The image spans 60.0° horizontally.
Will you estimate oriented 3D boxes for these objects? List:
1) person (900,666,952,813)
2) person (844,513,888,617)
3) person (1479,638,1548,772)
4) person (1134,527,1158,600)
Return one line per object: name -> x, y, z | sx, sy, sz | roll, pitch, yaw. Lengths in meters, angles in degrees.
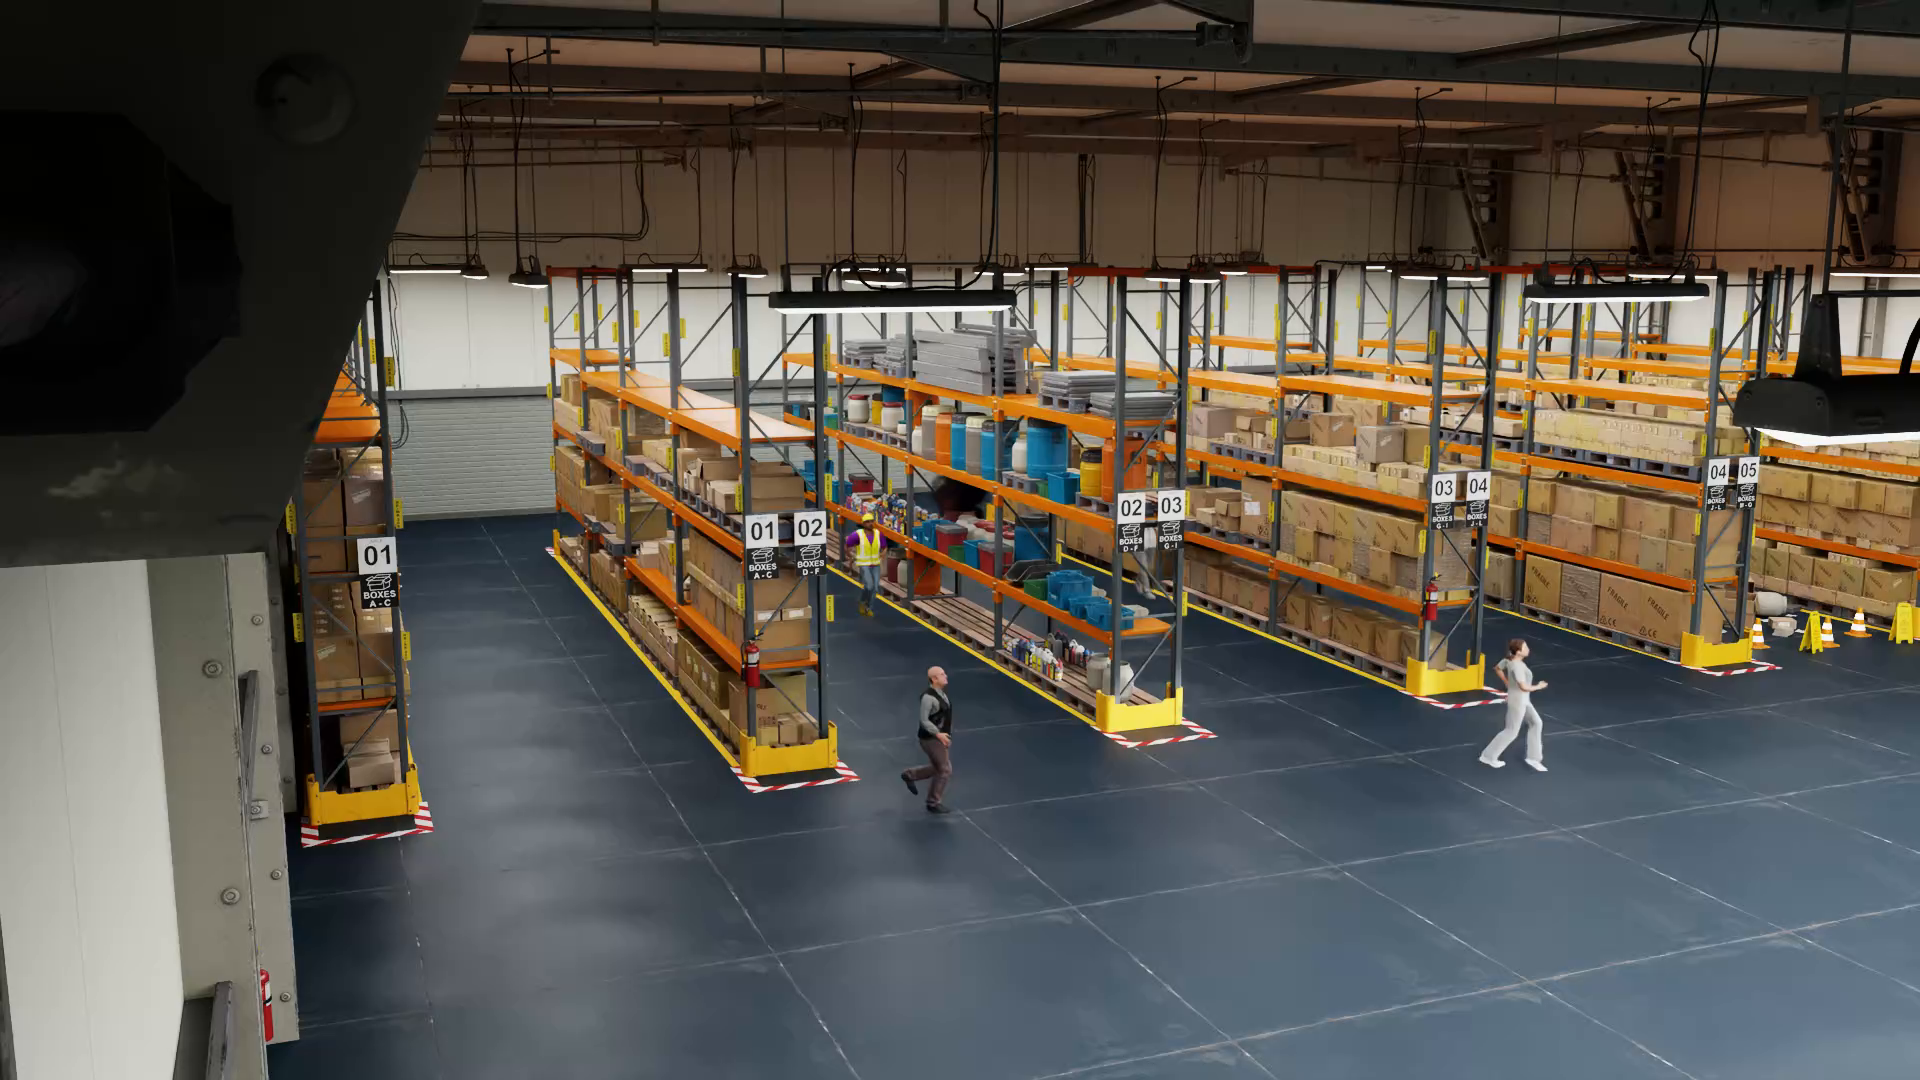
person -> -0.371, 2.255, 18.927 | 0.653, 1.708, 0.669 | 2, 10, 14
person -> -1.498, 0.427, 27.534 | 0.706, 1.739, 0.575 | -4, 11, -23
person -> 6.807, 2.023, 20.340 | 0.825, 1.698, 0.570 | 2, 10, 12
person -> 3.242, 0.136, 29.129 | 0.666, 1.795, 0.867 | -4, 11, -24
